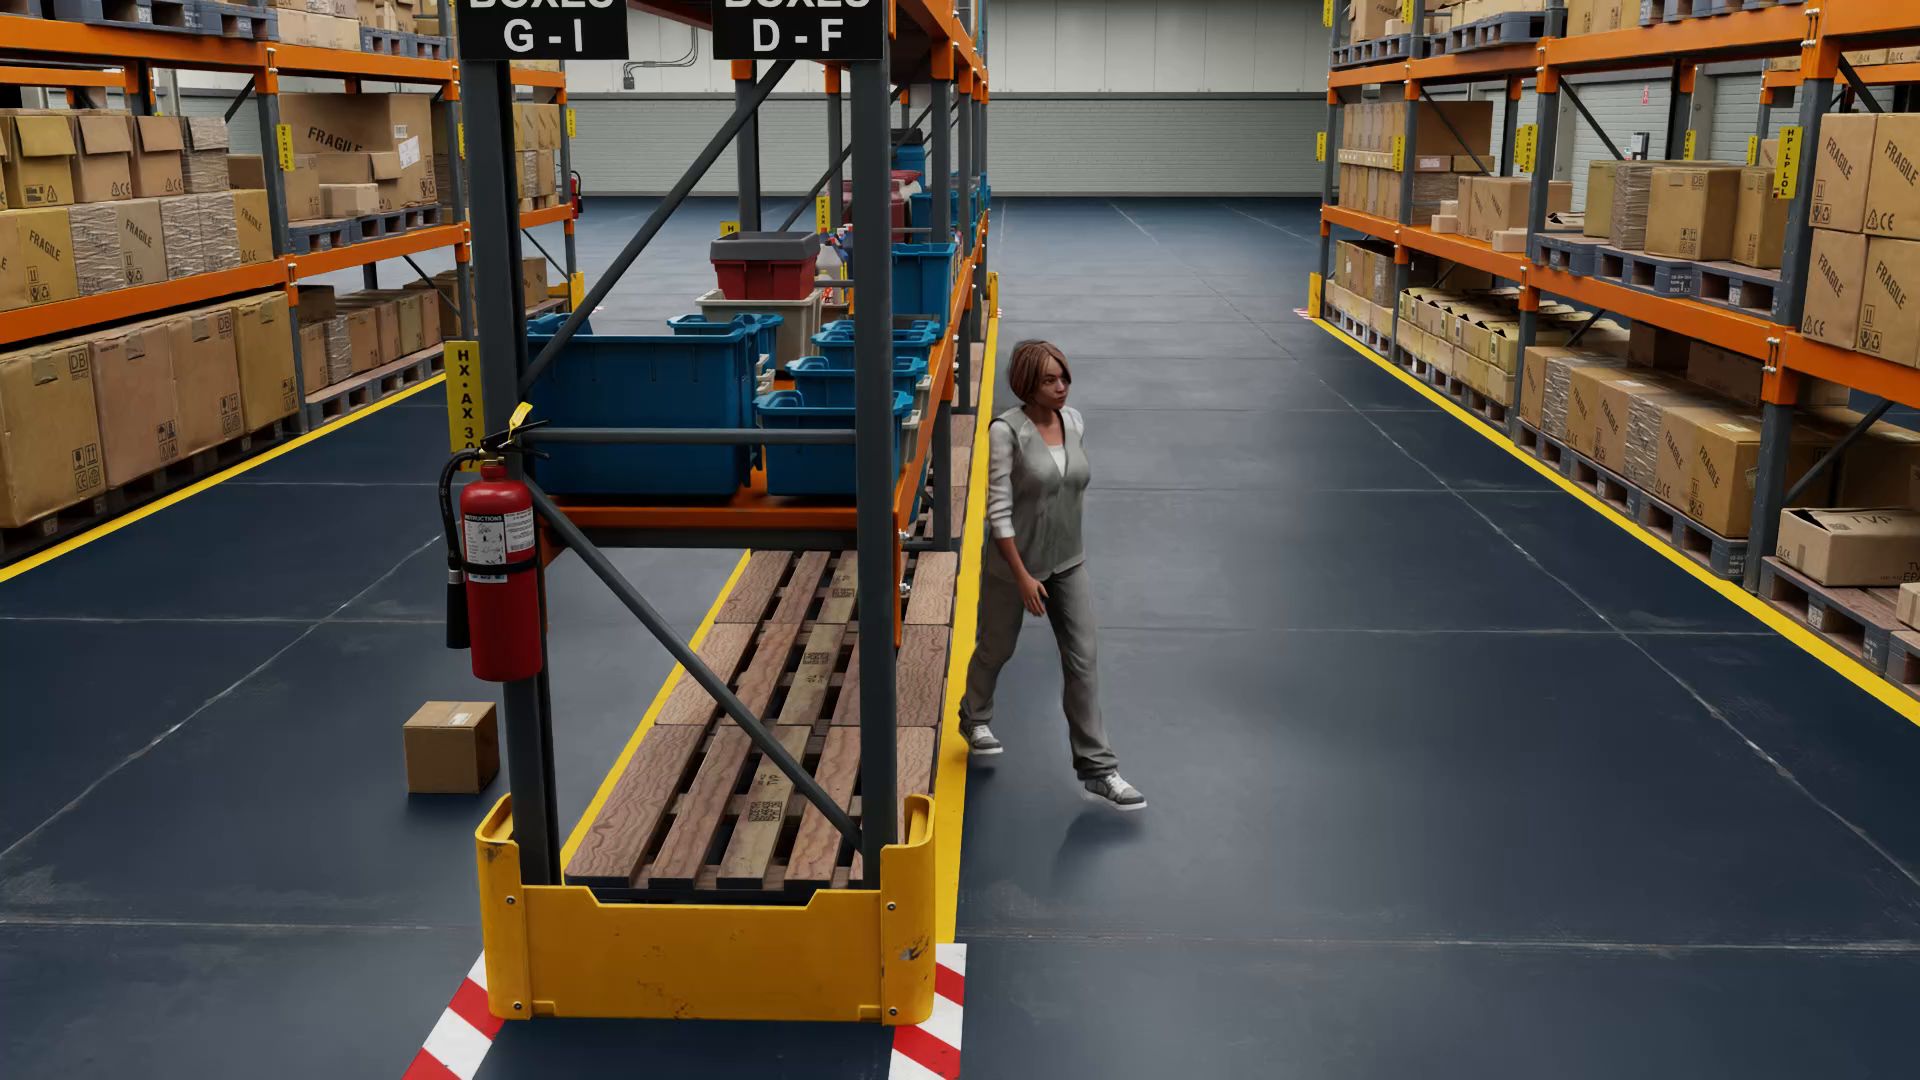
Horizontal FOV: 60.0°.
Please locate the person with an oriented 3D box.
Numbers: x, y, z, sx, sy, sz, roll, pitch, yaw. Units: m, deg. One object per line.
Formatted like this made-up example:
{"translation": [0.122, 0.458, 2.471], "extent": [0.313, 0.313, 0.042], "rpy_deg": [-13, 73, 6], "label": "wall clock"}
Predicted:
{"translation": [0.265, 0.084, 5.624], "extent": [0.417, 1.538, 0.921], "rpy_deg": [-7, 16, -26], "label": "person"}
